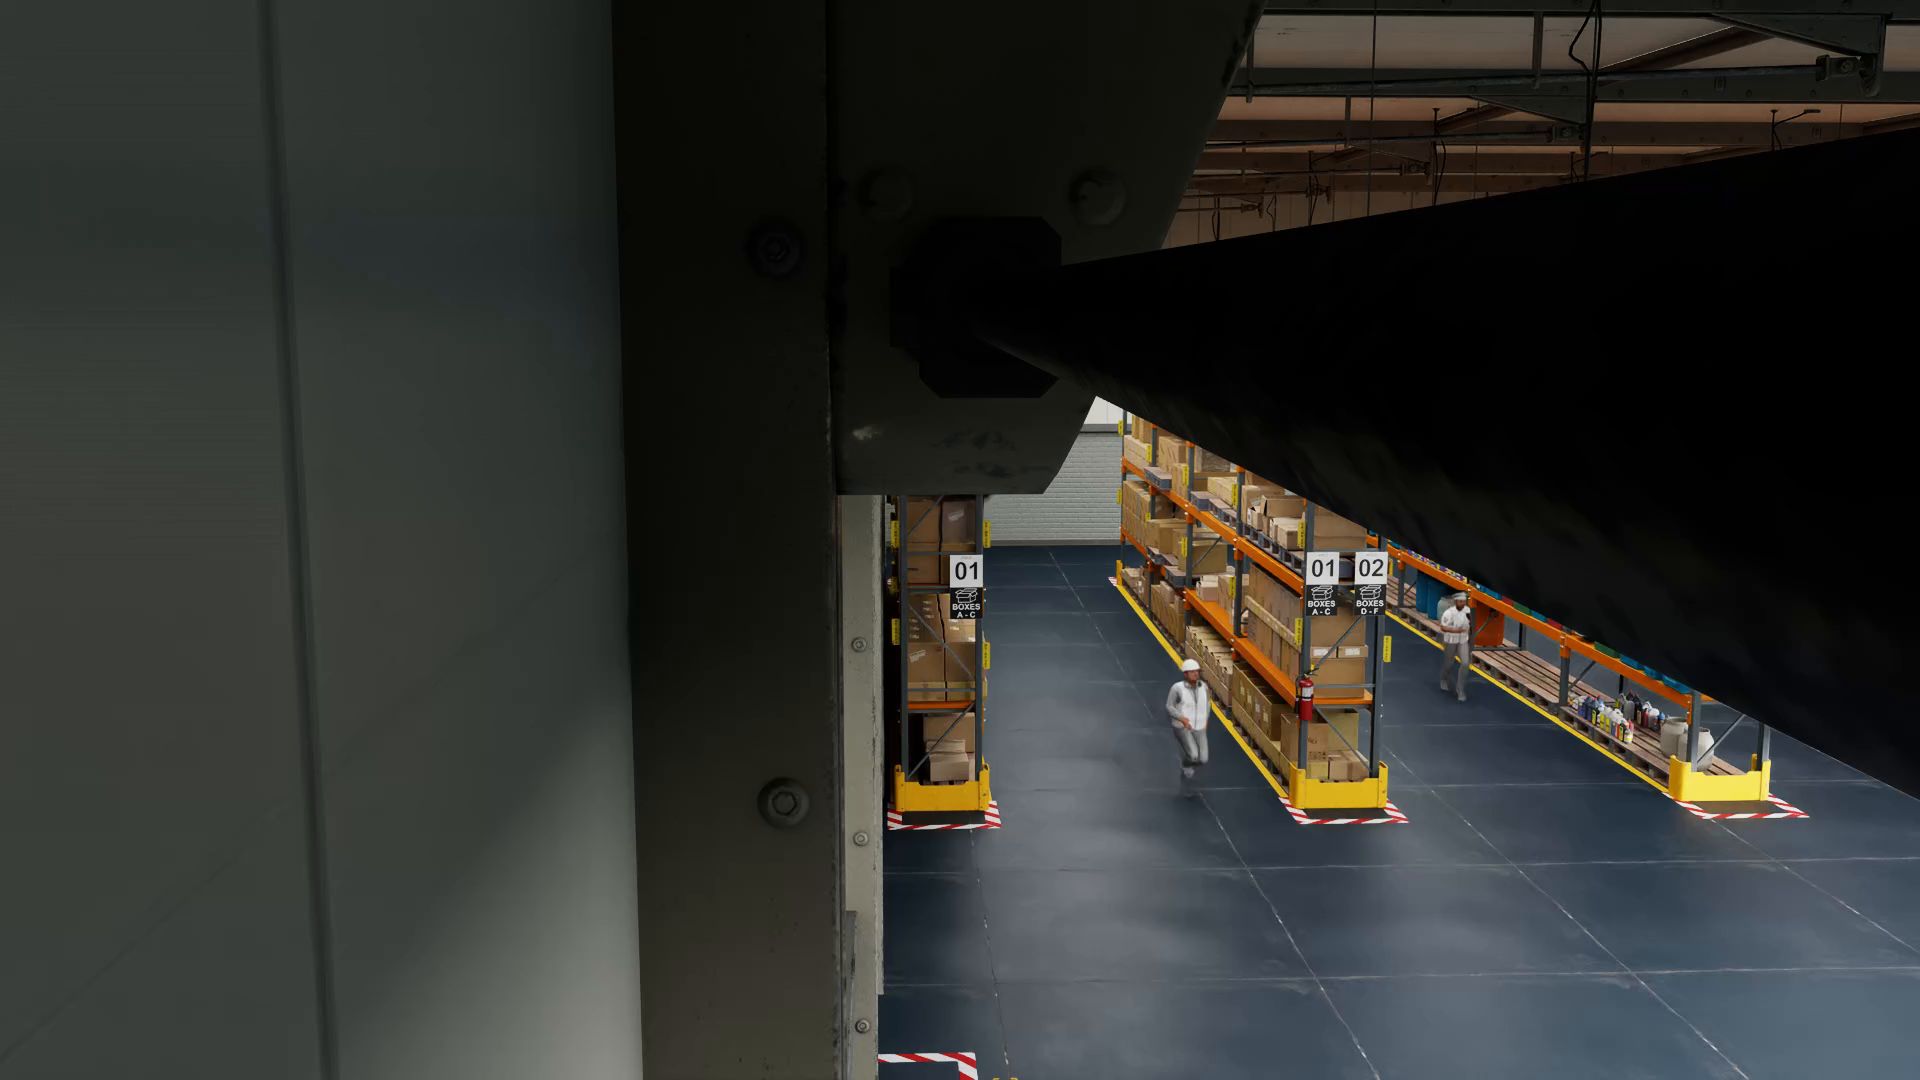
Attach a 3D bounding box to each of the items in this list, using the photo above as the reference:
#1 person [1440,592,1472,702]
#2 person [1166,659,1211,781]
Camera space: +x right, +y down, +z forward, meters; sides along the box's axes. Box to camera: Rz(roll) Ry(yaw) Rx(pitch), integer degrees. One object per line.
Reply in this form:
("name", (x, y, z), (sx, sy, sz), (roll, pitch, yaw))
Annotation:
("person", (7.829, 1.642, 26.305), (0.600, 1.735, 0.847), (-1, 9, -8))
("person", (2.924, 2.312, 21.084), (0.660, 1.631, 0.621), (-3, 9, -19))
